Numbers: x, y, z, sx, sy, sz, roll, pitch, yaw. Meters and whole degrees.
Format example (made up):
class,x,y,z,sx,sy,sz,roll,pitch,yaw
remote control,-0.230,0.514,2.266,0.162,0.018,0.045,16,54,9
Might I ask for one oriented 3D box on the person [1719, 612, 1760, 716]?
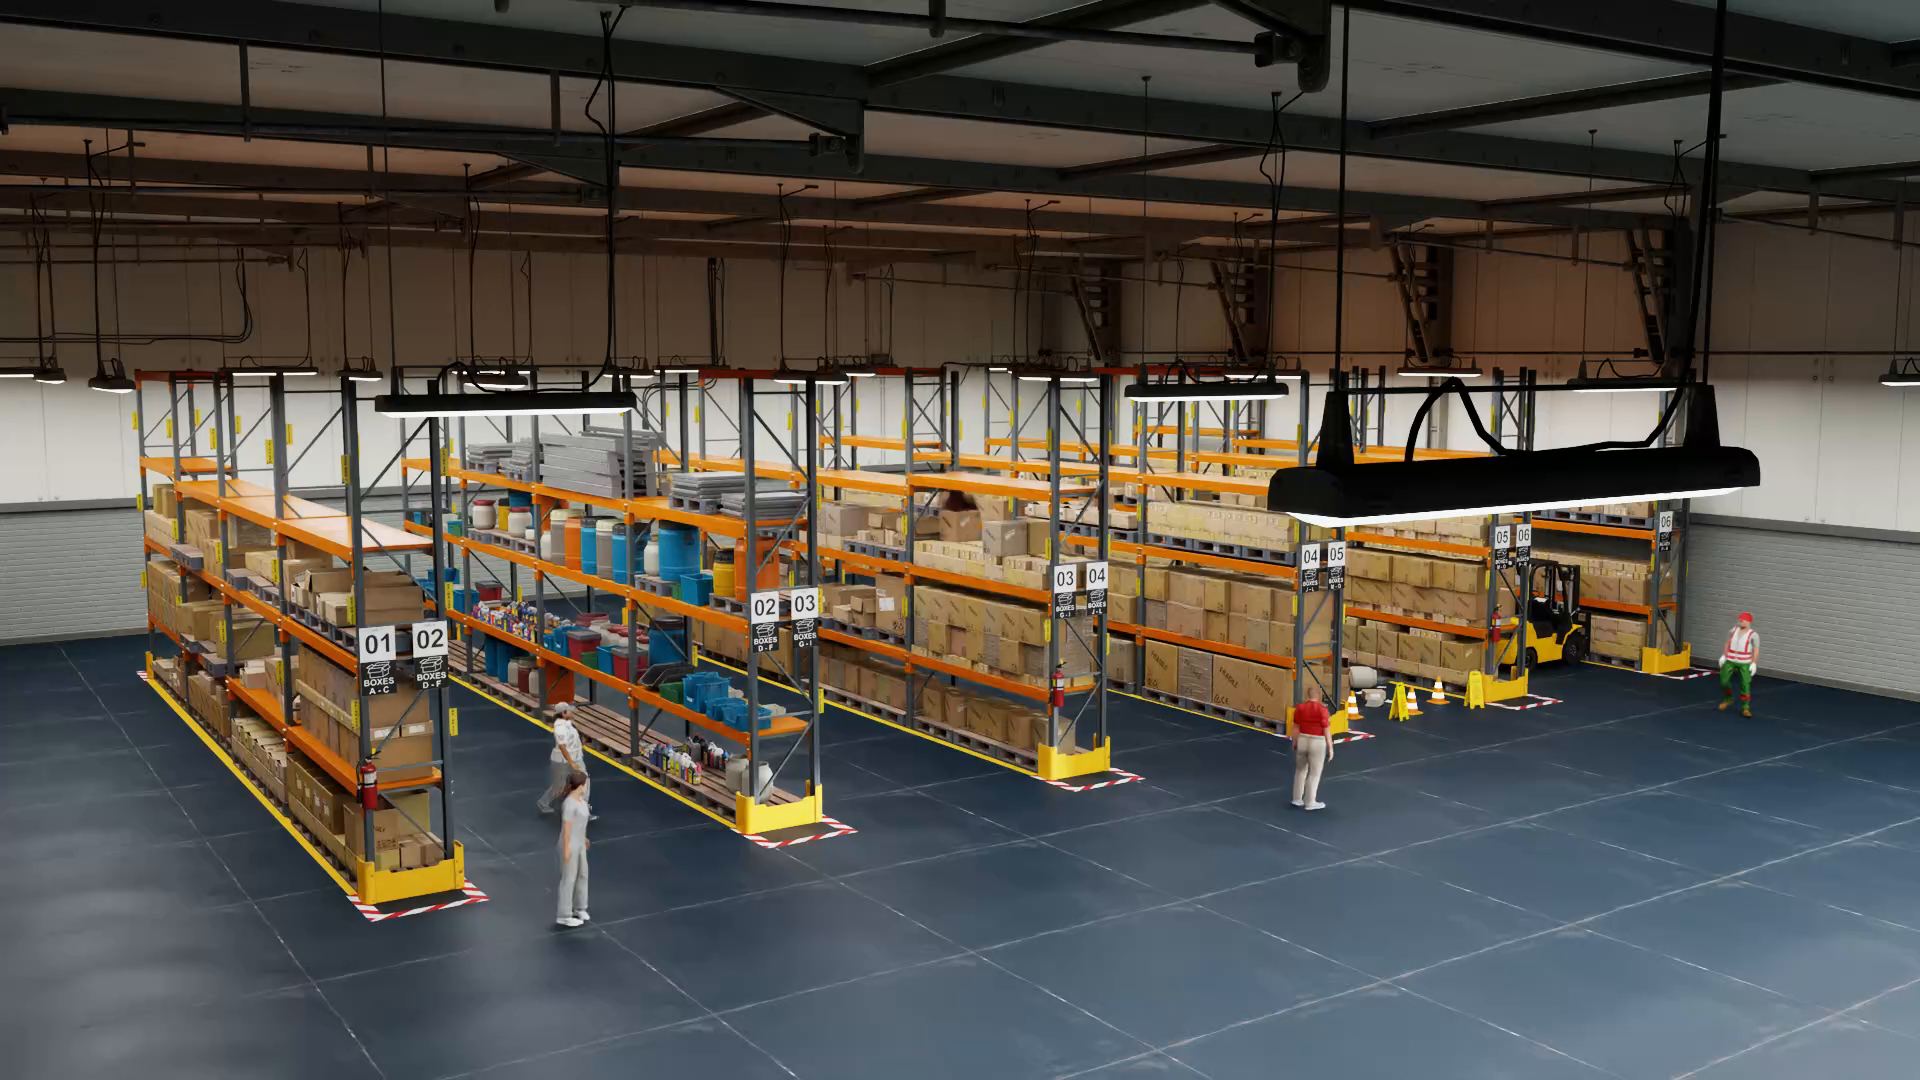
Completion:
class,x,y,z,sx,sy,sz,roll,pitch,yaw
person,13.641,2.151,29.130,0.633,1.788,0.486,4,8,34

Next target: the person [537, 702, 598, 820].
class,x,y,z,sx,sy,sz,roll,pitch,yaw
person,-5.348,2.983,22.549,0.908,1.615,0.487,4,8,35

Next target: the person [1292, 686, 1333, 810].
class,x,y,z,sx,sy,sz,roll,pitch,yaw
person,4.907,2.900,23.111,0.639,1.774,0.409,6,9,41

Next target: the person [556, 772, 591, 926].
class,x,y,z,sx,sy,sz,roll,pitch,yaw
person,-4.298,3.413,18.526,0.339,1.685,0.498,1,6,7
